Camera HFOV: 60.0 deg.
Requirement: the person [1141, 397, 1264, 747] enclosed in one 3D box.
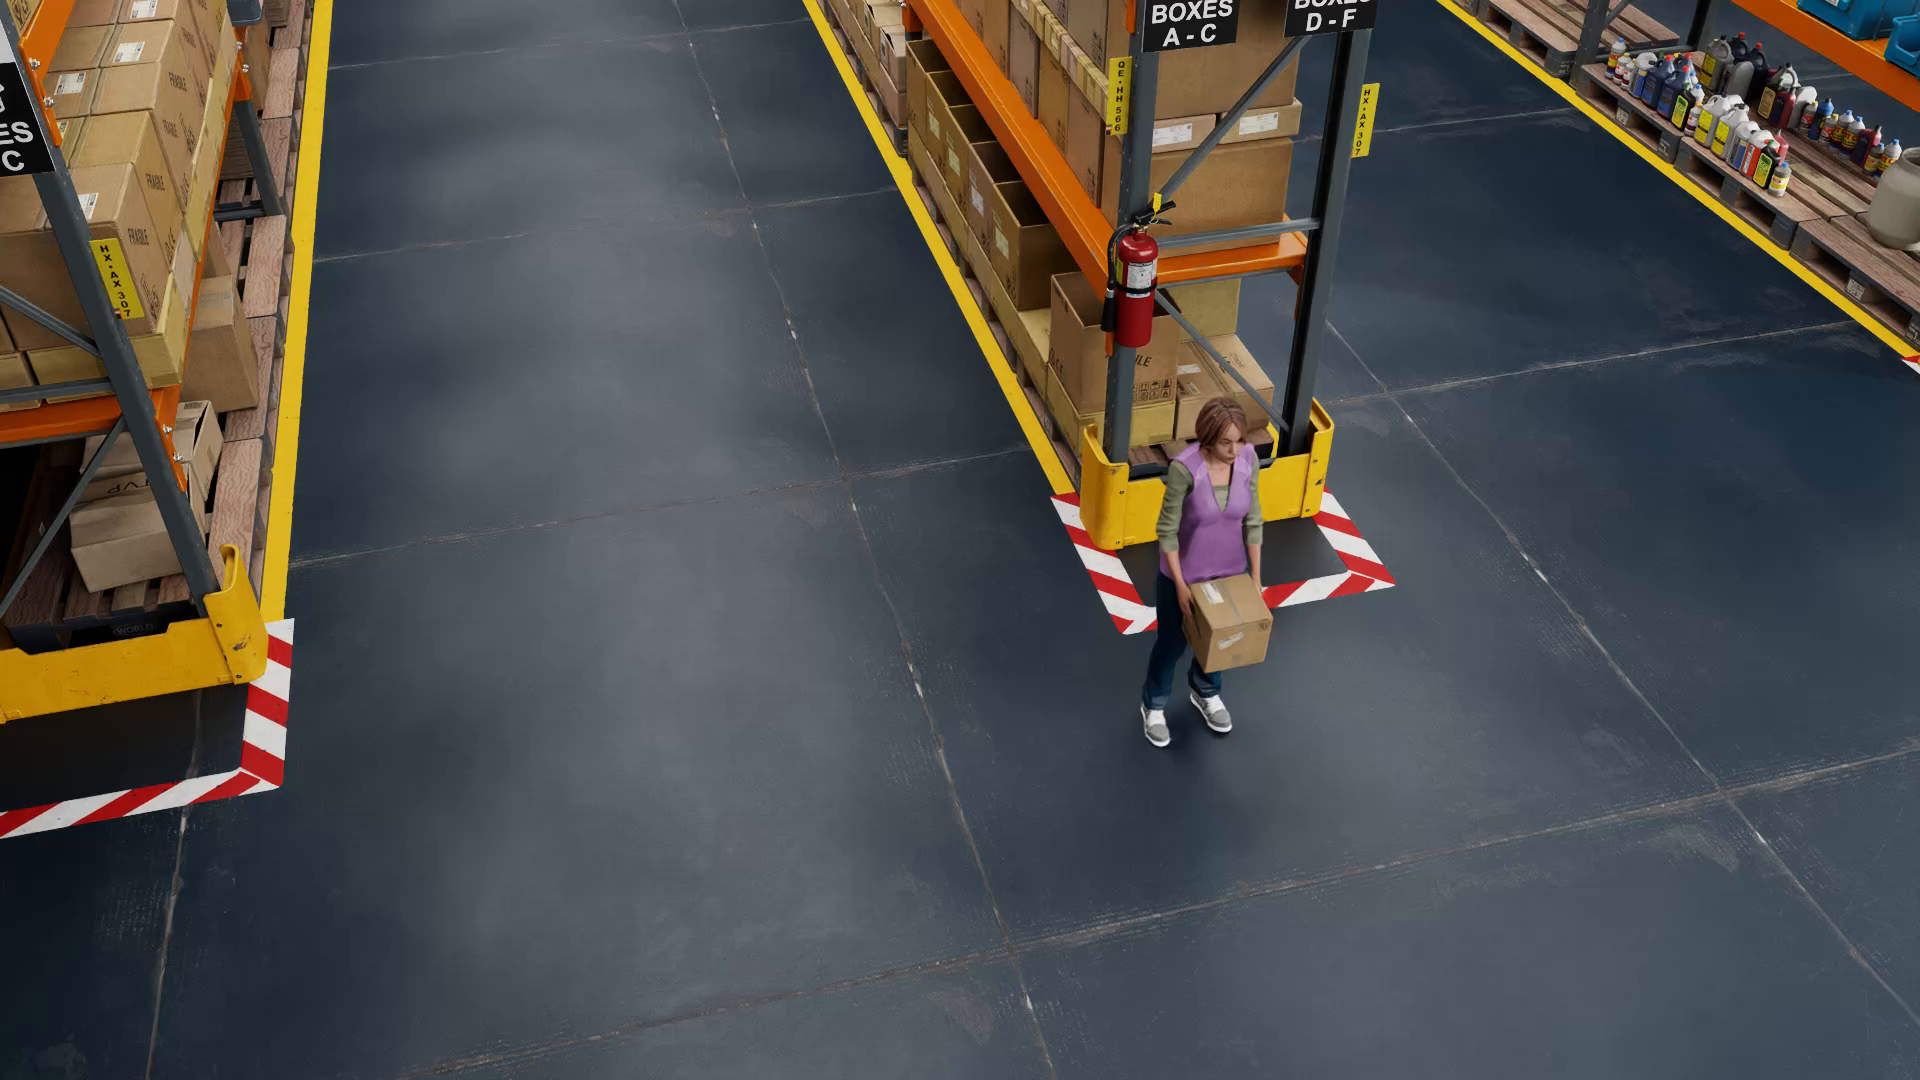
[{"bbox_3d":[0.968,0.132,6.549,0.444,1.602,0.384,-10,40,-12],"label":"person"}]
